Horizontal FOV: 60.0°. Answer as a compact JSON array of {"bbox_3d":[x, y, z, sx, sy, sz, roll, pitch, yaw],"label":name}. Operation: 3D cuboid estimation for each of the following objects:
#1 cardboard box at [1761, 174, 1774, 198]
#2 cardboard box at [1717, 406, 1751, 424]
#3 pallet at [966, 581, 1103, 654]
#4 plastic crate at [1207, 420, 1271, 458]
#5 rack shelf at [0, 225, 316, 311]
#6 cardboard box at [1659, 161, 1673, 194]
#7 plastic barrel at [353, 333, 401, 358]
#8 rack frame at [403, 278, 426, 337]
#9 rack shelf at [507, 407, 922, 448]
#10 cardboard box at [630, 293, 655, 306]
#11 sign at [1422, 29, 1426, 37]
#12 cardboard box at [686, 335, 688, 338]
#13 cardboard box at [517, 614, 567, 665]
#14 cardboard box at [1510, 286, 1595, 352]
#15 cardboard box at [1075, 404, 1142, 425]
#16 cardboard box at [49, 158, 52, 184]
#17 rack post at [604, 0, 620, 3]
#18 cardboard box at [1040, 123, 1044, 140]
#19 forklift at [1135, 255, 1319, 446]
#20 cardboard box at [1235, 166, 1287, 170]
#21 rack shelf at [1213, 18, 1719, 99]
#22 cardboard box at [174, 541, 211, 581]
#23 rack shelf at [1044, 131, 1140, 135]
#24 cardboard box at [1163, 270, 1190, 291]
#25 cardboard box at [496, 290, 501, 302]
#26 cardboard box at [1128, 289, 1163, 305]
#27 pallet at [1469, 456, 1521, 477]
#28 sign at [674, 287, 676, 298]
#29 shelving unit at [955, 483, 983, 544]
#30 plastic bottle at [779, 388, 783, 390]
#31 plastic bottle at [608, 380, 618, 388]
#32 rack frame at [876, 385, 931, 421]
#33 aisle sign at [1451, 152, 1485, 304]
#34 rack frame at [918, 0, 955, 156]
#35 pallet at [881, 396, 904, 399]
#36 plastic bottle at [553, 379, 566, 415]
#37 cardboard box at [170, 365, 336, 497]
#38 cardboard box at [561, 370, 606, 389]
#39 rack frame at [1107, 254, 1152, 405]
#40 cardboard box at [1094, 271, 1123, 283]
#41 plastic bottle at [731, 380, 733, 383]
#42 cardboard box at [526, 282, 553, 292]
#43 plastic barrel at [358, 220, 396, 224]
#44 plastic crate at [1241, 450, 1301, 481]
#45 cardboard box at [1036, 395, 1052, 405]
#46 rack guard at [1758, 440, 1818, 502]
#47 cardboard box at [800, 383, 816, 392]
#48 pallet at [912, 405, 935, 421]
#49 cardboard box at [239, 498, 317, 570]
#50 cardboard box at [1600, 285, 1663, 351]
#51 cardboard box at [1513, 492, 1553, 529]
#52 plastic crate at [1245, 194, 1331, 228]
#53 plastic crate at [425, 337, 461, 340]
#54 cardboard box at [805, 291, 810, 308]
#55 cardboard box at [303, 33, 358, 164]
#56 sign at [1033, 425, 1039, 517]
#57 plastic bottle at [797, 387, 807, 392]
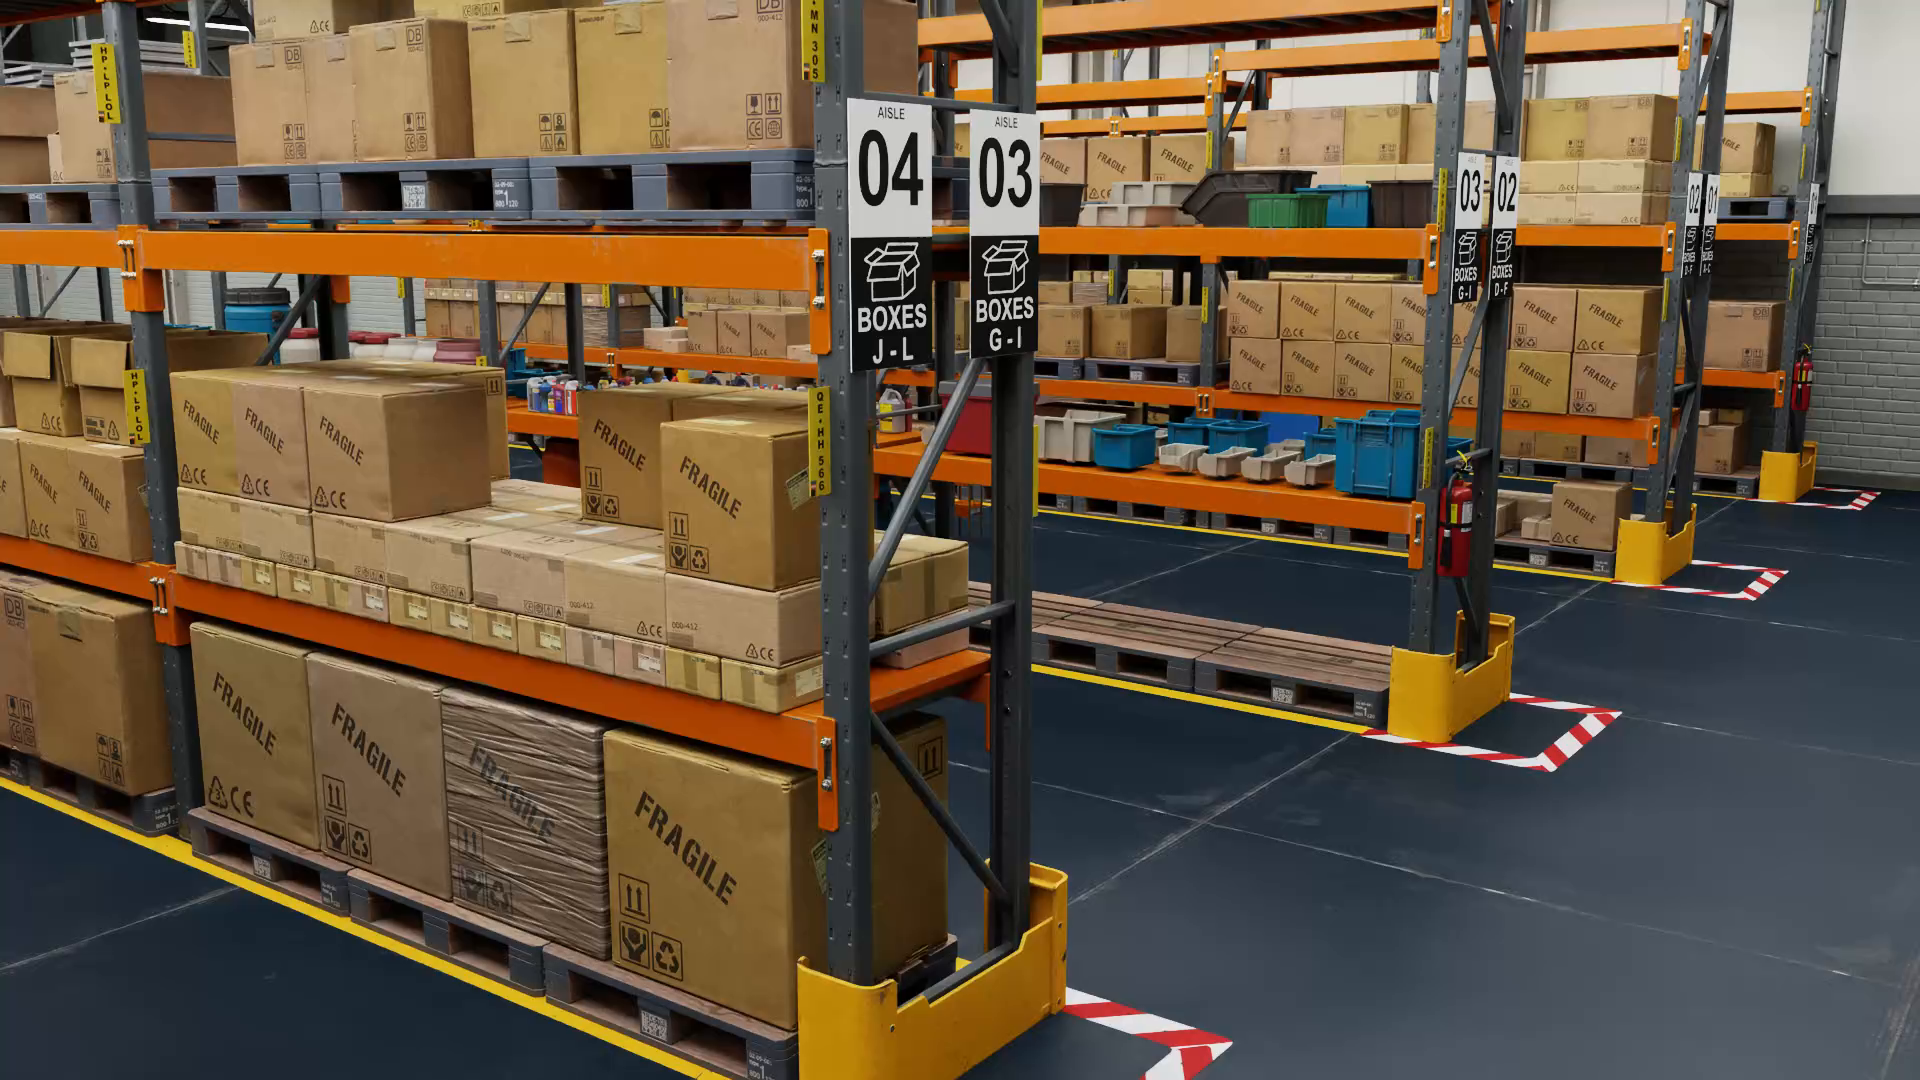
[{"bbox_3d":[8.267,-3.740,17.594,0.500,0.250,0.500,9,14,38],"label":"cardboard box"},{"bbox_3d":[8.306,-1.344,17.845,0.250,0.149,0.380,8,14,36],"label":"cardboard box"},{"bbox_3d":[0.237,0.547,11.649,1.213,0.211,1.003,8,13,36],"label":"pallet"},{"bbox_3d":[1.780,-0.623,10.635,0.300,0.233,0.416,8,13,36],"label":"plastic crate"},{"bbox_3d":[-4.922,-1.485,8.807,4.000,0.370,1.077,8,13,36],"label":"rack shelf"},{"bbox_3d":[5.521,-2.950,13.560,0.500,0.250,0.500,8,13,36],"label":"cardboard box"},{"bbox_3d":[-5.245,-1.593,15.009,0.433,0.535,0.433,0,11,0],"label":"plastic barrel"},{"bbox_3d":[-7.115,-3.006,22.672,0.127,3.000,1.000,8,13,36],"label":"rack frame"},{"bbox_3d":[-1.990,-0.771,13.011,4.000,0.370,1.077,8,13,36],"label":"rack shelf"},{"bbox_3d":[-3.993,-2.984,20.585,0.250,0.149,0.380,8,13,35],"label":"cardboard box"},{"bbox_3d":[5.174,-5.774,18.518,0.005,0.325,0.100,8,13,36],"label":"sign"},{"bbox_3d":[-3.074,-2.420,19.994,0.258,0.266,0.396,8,13,34],"label":"cardboard box"},{"bbox_3d":[-1.392,0.328,6.099,0.250,0.149,0.380,8,13,34],"label":"cardboard box"},{"bbox_3d":[4.852,-1.812,13.603,0.500,0.500,0.500,8,14,37],"label":"cardboard box"},{"bbox_3d":[1.505,-1.218,16.877,0.500,0.250,0.500,8,14,36],"label":"cardboard box"},{"bbox_3d":[-4.421,-1.887,8.544,0.250,0.149,0.380,7,13,33],"label":"cardboard box"},{"bbox_3d":[-2.994,-4.182,13.154,0.937,0.300,0.954,8,13,36],"label":"rack post"},{"bbox_3d":[0.503,-3.955,16.782,0.500,0.500,0.500,8,13,36],"label":"cardboard box"},{"bbox_3d":[2.646,-2.203,18.698,1.130,2.935,3.031,-7,13,-33],"label":"forklift"},{"bbox_3d":[2.802,-3.209,14.901,0.500,0.250,0.500,8,13,36],"label":"cardboard box"},{"bbox_3d":[4.169,-4.023,14.035,4.000,0.370,1.077,8,13,36],"label":"rack shelf"},{"bbox_3d":[-3.268,0.067,7.450,0.250,0.149,0.380,8,14,36],"label":"cardboard box"},{"bbox_3d":[0.650,-5.582,22.625,3.809,0.124,0.919,8,13,36],"label":"rack shelf"},{"bbox_3d":[2.909,-3.288,21.054,0.500,0.250,0.500,8,13,35],"label":"cardboard box"},{"bbox_3d":[-5.887,-3.152,21.455,0.250,0.149,0.380,8,13,35],"label":"cardboard box"},{"bbox_3d":[2.502,-2.977,21.420,0.500,0.500,0.500,8,14,37],"label":"cardboard box"},{"bbox_3d":[6.052,-0.949,19.381,1.213,0.211,1.003,8,13,36],"label":"pallet"},{"bbox_3d":[-3.578,-3.170,20.680,0.005,0.325,0.100,8,13,36],"label":"sign"},{"bbox_3d":[0.043,-0.509,14.899,0.252,1.050,0.215,8,13,36],"label":"shelving unit"},{"bbox_3d":[-1.313,-0.928,12.060,0.185,0.351,0.144,8,13,36],"label":"plastic bottle"},{"bbox_3d":[-2.941,-1.255,14.145,0.097,0.201,0.097,0,11,0],"label":"plastic bottle"},{"bbox_3d":[-0.667,-2.107,18.023,0.127,3.000,1.000,8,13,36],"label":"rack frame"},{"bbox_3d":[2.730,-1.673,8.935,0.004,0.787,0.394,8,13,36],"label":"aisle sign"},{"bbox_3d":[-0.378,-3.845,11.211,0.127,3.000,1.000,8,13,36],"label":"rack frame"},{"bbox_3d":[-1.524,-2.016,24.896,1.213,0.211,1.003,8,13,36],"label":"pallet"},{"bbox_3d":[-3.207,-1.150,13.382,0.133,0.283,0.061,8,13,36],"label":"plastic bottle"},{"bbox_3d":[-3.075,-0.489,7.295,0.500,0.500,0.500,8,13,36],"label":"cardboard box"},{"bbox_3d":[-4.791,-1.858,20.893,0.500,0.500,0.500,8,13,36],"label":"cardboard box"},{"bbox_3d":[2.262,-2.866,21.945,0.127,3.000,1.000,8,13,36],"label":"rack frame"},{"bbox_3d":[1.966,-3.483,22.009,0.250,0.149,0.380,6,12,28],"label":"cardboard box"},{"bbox_3d":[-1.846,-1.147,13.369,0.133,0.283,0.061,8,13,36],"label":"plastic bottle"},{"bbox_3d":[-5.064,-3.404,21.051,0.500,0.500,0.700,8,13,36],"label":"cardboard box"},{"bbox_3d":[-5.234,-3.346,15.213,0.708,0.901,0.600,8,13,36],"label":"plastic barrel"},{"bbox_3d":[1.856,-0.448,9.986,0.243,0.136,0.396,8,13,36],"label":"plastic crate"},{"bbox_3d":[1.304,-2.003,22.909,0.500,0.500,0.700,8,13,35],"label":"cardboard box"},{"bbox_3d":[8.729,-0.736,17.519,0.348,0.500,1.175,8,13,36],"label":"rack guard"},{"bbox_3d":[-2.239,-2.315,25.444,0.250,0.149,0.380,7,13,31],"label":"cardboard box"},{"bbox_3d":[-0.334,-1.859,24.083,1.213,0.211,1.003,8,13,36],"label":"pallet"},{"bbox_3d":[-2.688,-0.064,7.074,0.500,0.250,0.500,8,13,35],"label":"cardboard box"},{"bbox_3d":[5.579,-1.838,13.736,0.500,0.500,0.500,8,14,37],"label":"cardboard box"},{"bbox_3d":[5.107,-0.234,14.424,0.500,0.250,0.500,8,13,36],"label":"cardboard box"},{"bbox_3d":[1.882,-1.885,9.538,0.336,0.188,0.450,8,13,36],"label":"plastic crate"},{"bbox_3d":[-4.724,-1.609,15.280,0.583,0.464,0.402,8,13,36],"label":"plastic crate"},{"bbox_3d":[-1.932,-3.681,24.526,0.500,0.500,0.500,8,13,35],"label":"cardboard box"},{"bbox_3d":[-2.213,-1.778,6.794,0.500,0.500,0.700,9,14,38],"label":"cardboard box"},{"bbox_3d":[0.247,-0.239,5.882,0.005,0.325,0.100,8,13,36],"label":"sign"},{"bbox_3d":[-1.272,-1.053,12.901,0.135,0.276,0.152,8,13,36],"label":"plastic bottle"}]
